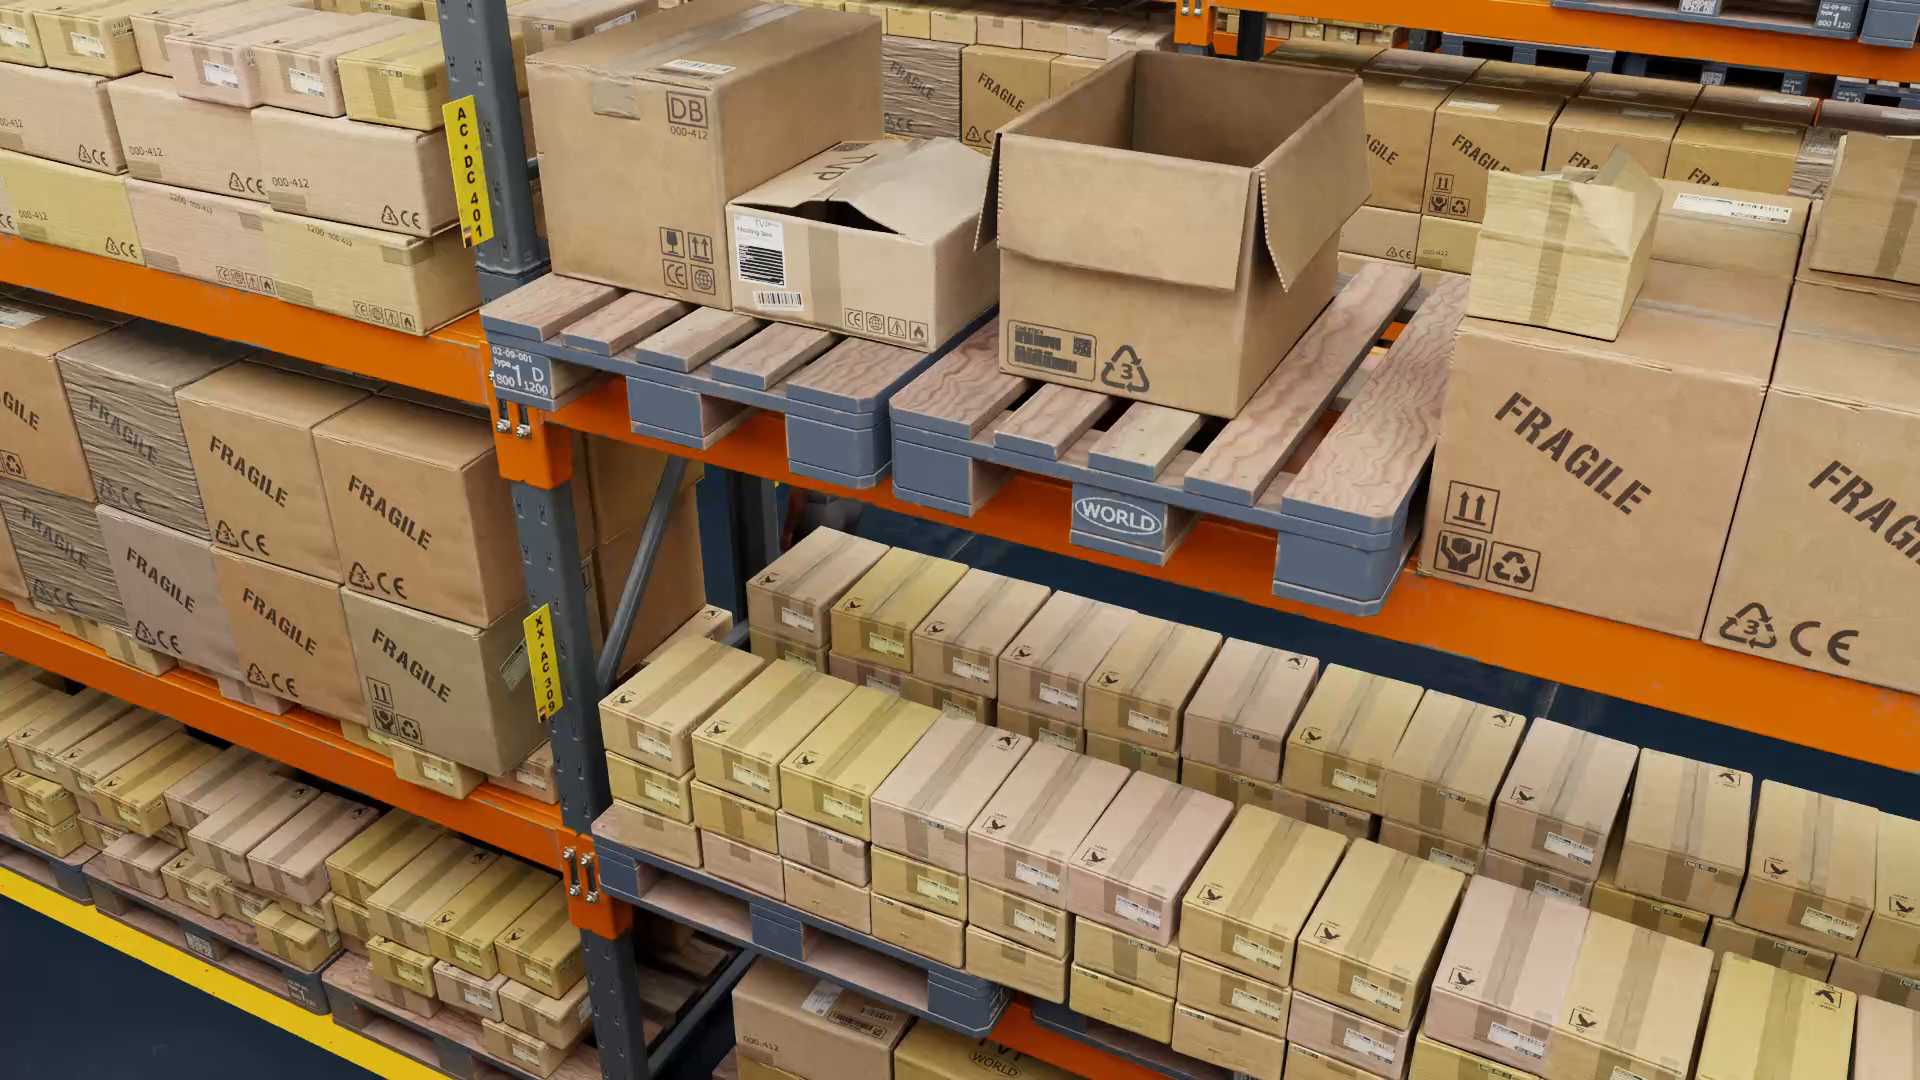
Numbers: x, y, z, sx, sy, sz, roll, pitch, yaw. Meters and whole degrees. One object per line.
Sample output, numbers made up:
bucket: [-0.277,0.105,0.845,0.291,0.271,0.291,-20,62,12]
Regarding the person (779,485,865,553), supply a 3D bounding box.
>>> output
person: [-0.642,-0.131,7.374,0.391,1.641,0.505,15,33,24]
